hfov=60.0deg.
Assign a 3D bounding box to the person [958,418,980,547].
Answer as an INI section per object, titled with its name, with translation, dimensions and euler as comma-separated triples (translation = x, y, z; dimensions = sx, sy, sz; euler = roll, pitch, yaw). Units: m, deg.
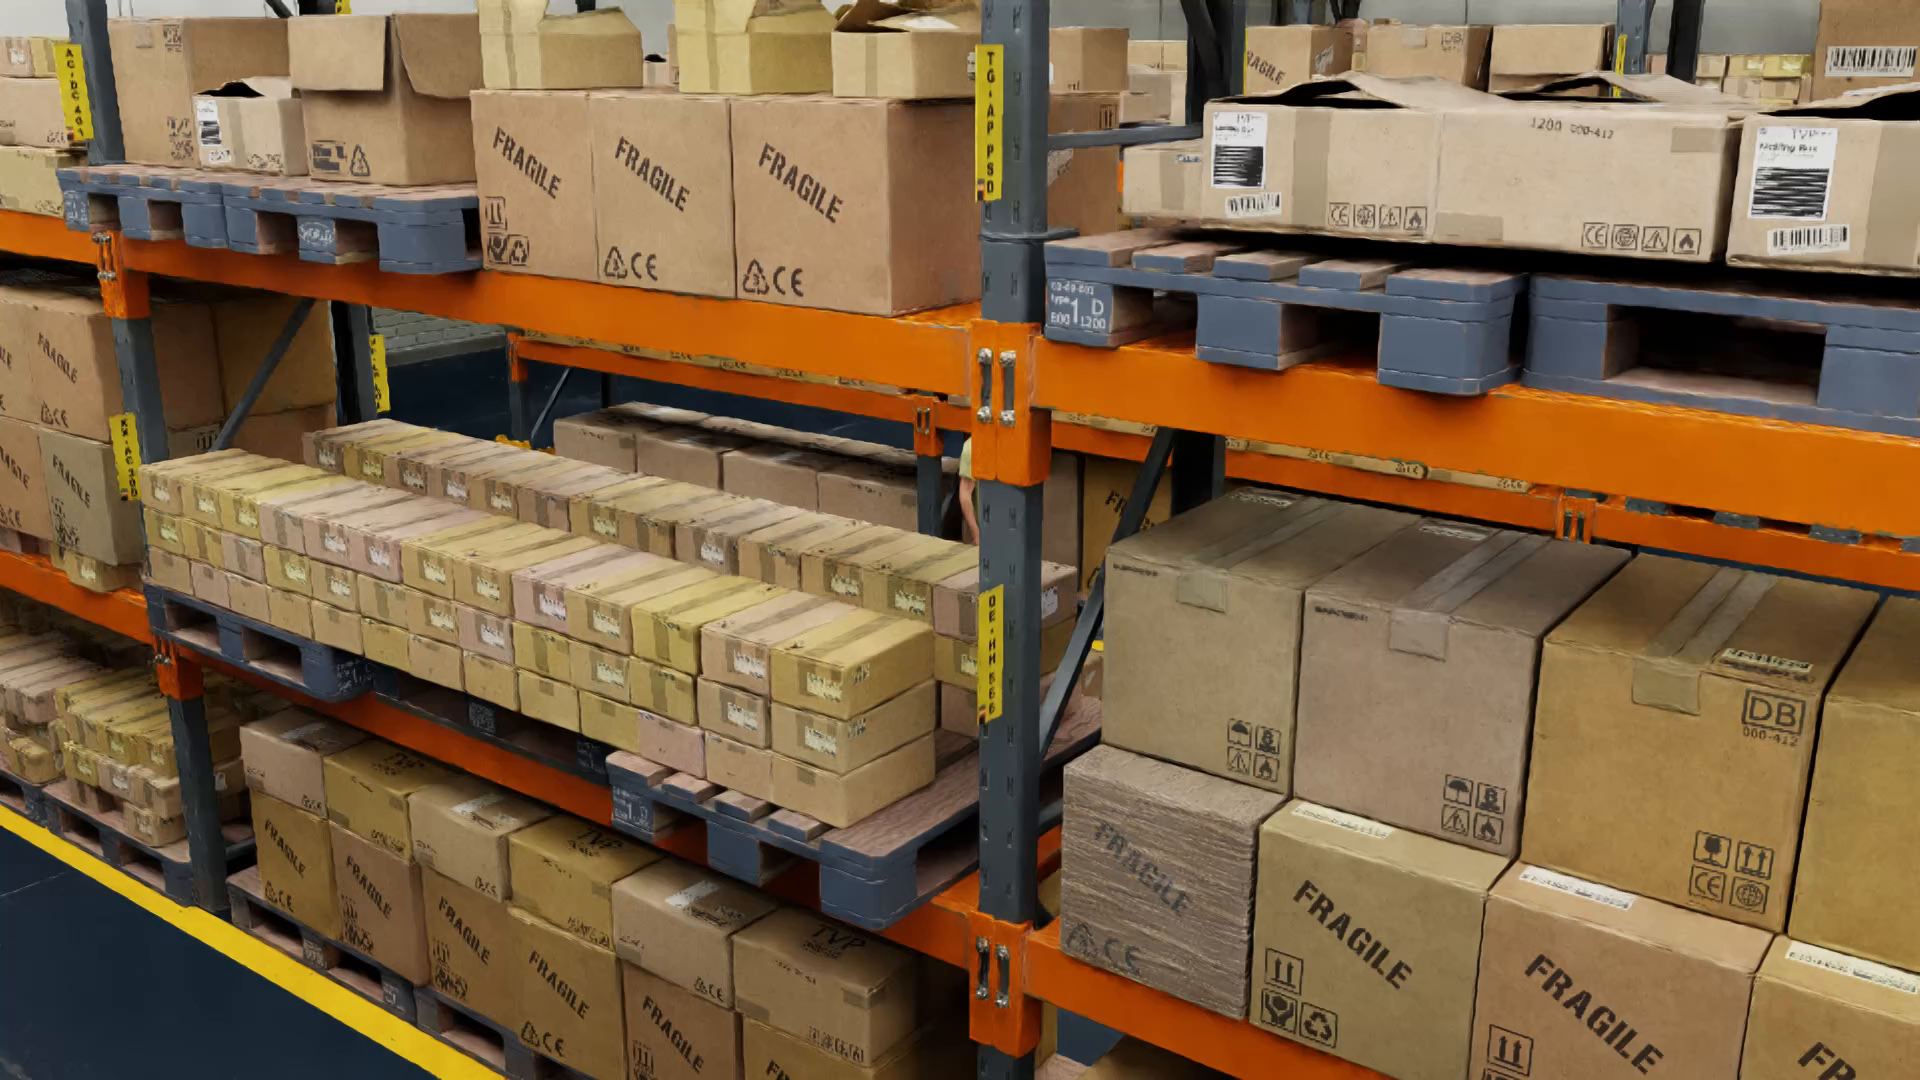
[person]
translation = 0.271, -0.006, 9.048
dimensions = 0.550, 1.662, 0.556
euler = 12, 21, 36
